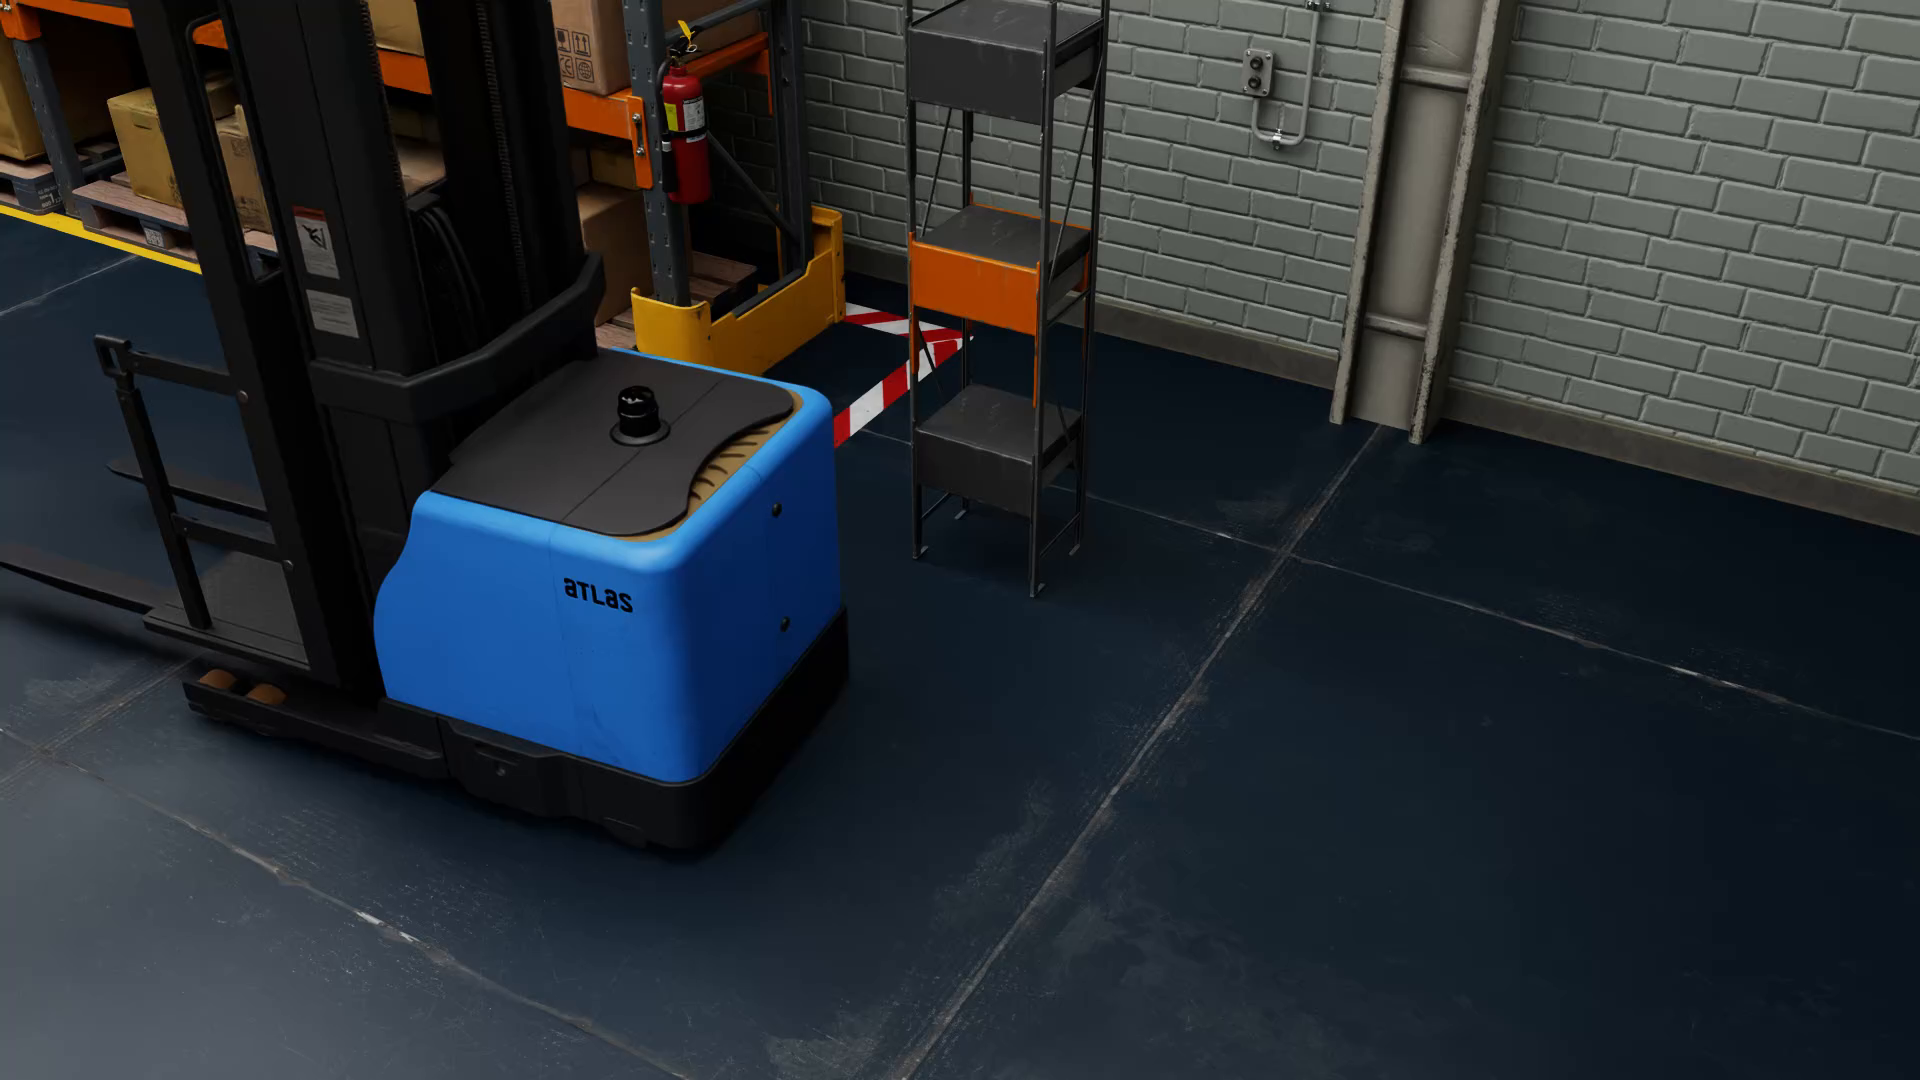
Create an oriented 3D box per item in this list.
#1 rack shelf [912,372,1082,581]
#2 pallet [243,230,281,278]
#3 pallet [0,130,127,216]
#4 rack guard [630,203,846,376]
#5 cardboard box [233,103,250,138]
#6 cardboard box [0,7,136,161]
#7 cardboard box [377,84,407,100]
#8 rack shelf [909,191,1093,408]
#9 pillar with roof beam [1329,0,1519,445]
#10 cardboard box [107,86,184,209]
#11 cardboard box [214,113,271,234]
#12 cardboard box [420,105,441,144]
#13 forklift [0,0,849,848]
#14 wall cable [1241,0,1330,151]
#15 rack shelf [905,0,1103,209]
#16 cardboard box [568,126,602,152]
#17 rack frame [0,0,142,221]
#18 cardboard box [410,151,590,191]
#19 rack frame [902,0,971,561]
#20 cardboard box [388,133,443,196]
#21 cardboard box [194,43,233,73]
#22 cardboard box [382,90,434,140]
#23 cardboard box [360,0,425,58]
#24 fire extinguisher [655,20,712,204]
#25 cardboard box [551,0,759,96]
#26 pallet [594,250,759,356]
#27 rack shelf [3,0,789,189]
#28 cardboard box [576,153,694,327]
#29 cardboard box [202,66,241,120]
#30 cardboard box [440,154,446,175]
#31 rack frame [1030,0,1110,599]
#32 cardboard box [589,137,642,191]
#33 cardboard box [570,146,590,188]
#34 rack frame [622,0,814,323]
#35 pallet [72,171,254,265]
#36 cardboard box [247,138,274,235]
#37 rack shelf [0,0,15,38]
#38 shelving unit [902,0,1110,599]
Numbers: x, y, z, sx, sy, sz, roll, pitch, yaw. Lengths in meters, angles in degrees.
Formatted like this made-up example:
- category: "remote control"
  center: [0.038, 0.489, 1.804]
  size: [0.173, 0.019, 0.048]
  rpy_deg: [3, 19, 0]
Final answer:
- category: "rack shelf"
  center: [0.144, -0.234, 5.995]
  size: [0.480, 0.518, 0.431]
  rpy_deg: [18, 37, 24]
- category: "pallet"
  center: [-2.760, -1.451, 8.239]
  size: [1.213, 0.211, 1.003]
  rpy_deg: [18, 37, 24]
- category: "pallet"
  center: [-5.153, -2.209, 9.376]
  size: [1.213, 0.211, 1.003]
  rpy_deg: [18, 37, 24]
- category: "rack guard"
  center: [-0.951, -1.046, 7.370]
  size: [0.348, 0.500, 1.175]
  rpy_deg: [18, 37, 24]
- category: "cardboard box"
  center: [-3.187, -2.017, 7.864]
  size: [0.250, 0.149, 0.380]
  rpy_deg: [16, 37, 23]
- category: "cardboard box"
  center: [-5.074, -2.590, 8.993]
  size: [0.750, 0.750, 0.750]
  rpy_deg: [18, 38, 25]
- category: "cardboard box"
  center: [-2.743, -2.122, 8.021]
  size: [0.250, 0.149, 0.380]
  rpy_deg: [17, 37, 24]
- category: "rack shelf"
  center: [0.144, -0.817, 5.607]
  size: [0.480, 0.518, 0.431]
  rpy_deg: [18, 37, 24]
- category: "pillar with roof beam"
  center: [-0.335, -2.192, 1.424]
  size: [0.400, 9.000, 9.100]
  rpy_deg: [18, 37, 24]
- category: "cardboard box"
  center: [-3.847, -2.073, 8.533]
  size: [0.500, 0.500, 0.700]
  rpy_deg: [18, 38, 25]
- category: "cardboard box"
  center: [-3.412, -1.933, 8.323]
  size: [0.500, 0.500, 0.700]
  rpy_deg: [17, 37, 24]
- category: "cardboard box"
  center: [-2.300, -1.982, 7.811]
  size: [0.250, 0.149, 0.380]
  rpy_deg: [18, 38, 25]
- category: "forklift"
  center: [-1.934, -0.848, 4.879]
  size: [3.031, 2.935, 1.130]
  rpy_deg: [13, 36, 19]
- category: "wall cable"
  center: [0.609, -2.619, 6.561]
  size: [1.851, 1.984, 0.084]
  rpy_deg: [18, 37, 24]
- category: "rack shelf"
  center: [0.144, -1.400, 5.219]
  size: [0.480, 0.518, 0.431]
  rpy_deg: [18, 37, 24]
- category: "cardboard box"
  center: [-1.862, -1.843, 7.602]
  size: [0.250, 0.149, 0.380]
  rpy_deg: [18, 38, 25]
- category: "rack frame"
  center: [-4.445, -3.193, 8.339]
  size: [0.127, 3.000, 1.000]
  rpy_deg: [18, 37, 24]
- category: "cardboard box"
  center: [-2.064, -1.510, 7.687]
  size: [0.500, 0.500, 0.700]
  rpy_deg: [17, 37, 24]
- category: "rack frame"
  center: [-0.068, -0.896, 5.700]
  size: [0.015, 2.100, 0.400]
  rpy_deg: [18, 37, 24]
- category: "cardboard box"
  center: [-2.501, -1.648, 7.894]
  size: [0.500, 0.500, 0.700]
  rpy_deg: [16, 37, 23]
- category: "cardboard box"
  center: [-3.874, -2.478, 8.556]
  size: [0.250, 0.149, 0.380]
  rpy_deg: [17, 37, 24]
- category: "cardboard box"
  center: [-2.524, -2.052, 7.916]
  size: [0.250, 0.149, 0.380]
  rpy_deg: [18, 38, 25]
- category: "cardboard box"
  center: [-2.057, -2.548, 7.100]
  size: [0.700, 0.700, 0.980]
  rpy_deg: [17, 37, 24]
- category: "fire extinguisher"
  center: [-1.070, -1.642, 6.416]
  size: [0.183, 0.674, 0.296]
  rpy_deg: [18, 37, 24]
- category: "cardboard box"
  center: [-1.420, -2.354, 6.808]
  size: [0.700, 0.700, 0.980]
  rpy_deg: [19, 38, 26]
- category: "pallet"
  center: [-1.705, -1.115, 7.734]
  size: [1.213, 0.211, 1.003]
  rpy_deg: [18, 37, 24]
- category: "rack shelf"
  center: [-2.709, -2.344, 7.713]
  size: [4.000, 0.370, 1.077]
  rpy_deg: [18, 37, 24]
- category: "cardboard box"
  center: [-1.630, -1.372, 7.481]
  size: [0.500, 0.500, 0.700]
  rpy_deg: [18, 37, 24]
- category: "cardboard box"
  center: [-3.640, -2.161, 8.080]
  size: [0.250, 0.149, 0.380]
  rpy_deg: [19, 38, 26]
- category: "cardboard box"
  center: [-2.054, -1.660, 7.327]
  size: [0.250, 0.149, 0.380]
  rpy_deg: [19, 38, 26]
- category: "rack frame"
  center: [0.356, -0.761, 5.499]
  size: [0.015, 2.100, 0.400]
  rpy_deg: [18, 37, 24]
- category: "cardboard box"
  center: [-1.422, -1.704, 7.394]
  size: [0.250, 0.149, 0.380]
  rpy_deg: [18, 38, 25]
- category: "cardboard box"
  center: [-1.832, -1.590, 7.222]
  size: [0.250, 0.149, 0.380]
  rpy_deg: [17, 37, 24]
- category: "rack frame"
  center: [-0.972, -2.093, 6.687]
  size: [0.127, 3.000, 1.000]
  rpy_deg: [18, 37, 24]
- category: "pallet"
  center: [-3.824, -1.786, 8.742]
  size: [1.213, 0.211, 1.003]
  rpy_deg: [18, 37, 24]
- category: "cardboard box"
  center: [-2.968, -1.791, 8.109]
  size: [0.500, 0.500, 0.700]
  rpy_deg: [18, 38, 25]
- category: "rack shelf"
  center: [-6.182, -3.444, 9.365]
  size: [4.000, 0.370, 1.077]
  rpy_deg: [18, 37, 24]
- category: "shelving unit"
  center: [0.144, -0.828, 5.600]
  size: [0.503, 2.100, 0.431]
  rpy_deg: [18, 37, 24]
